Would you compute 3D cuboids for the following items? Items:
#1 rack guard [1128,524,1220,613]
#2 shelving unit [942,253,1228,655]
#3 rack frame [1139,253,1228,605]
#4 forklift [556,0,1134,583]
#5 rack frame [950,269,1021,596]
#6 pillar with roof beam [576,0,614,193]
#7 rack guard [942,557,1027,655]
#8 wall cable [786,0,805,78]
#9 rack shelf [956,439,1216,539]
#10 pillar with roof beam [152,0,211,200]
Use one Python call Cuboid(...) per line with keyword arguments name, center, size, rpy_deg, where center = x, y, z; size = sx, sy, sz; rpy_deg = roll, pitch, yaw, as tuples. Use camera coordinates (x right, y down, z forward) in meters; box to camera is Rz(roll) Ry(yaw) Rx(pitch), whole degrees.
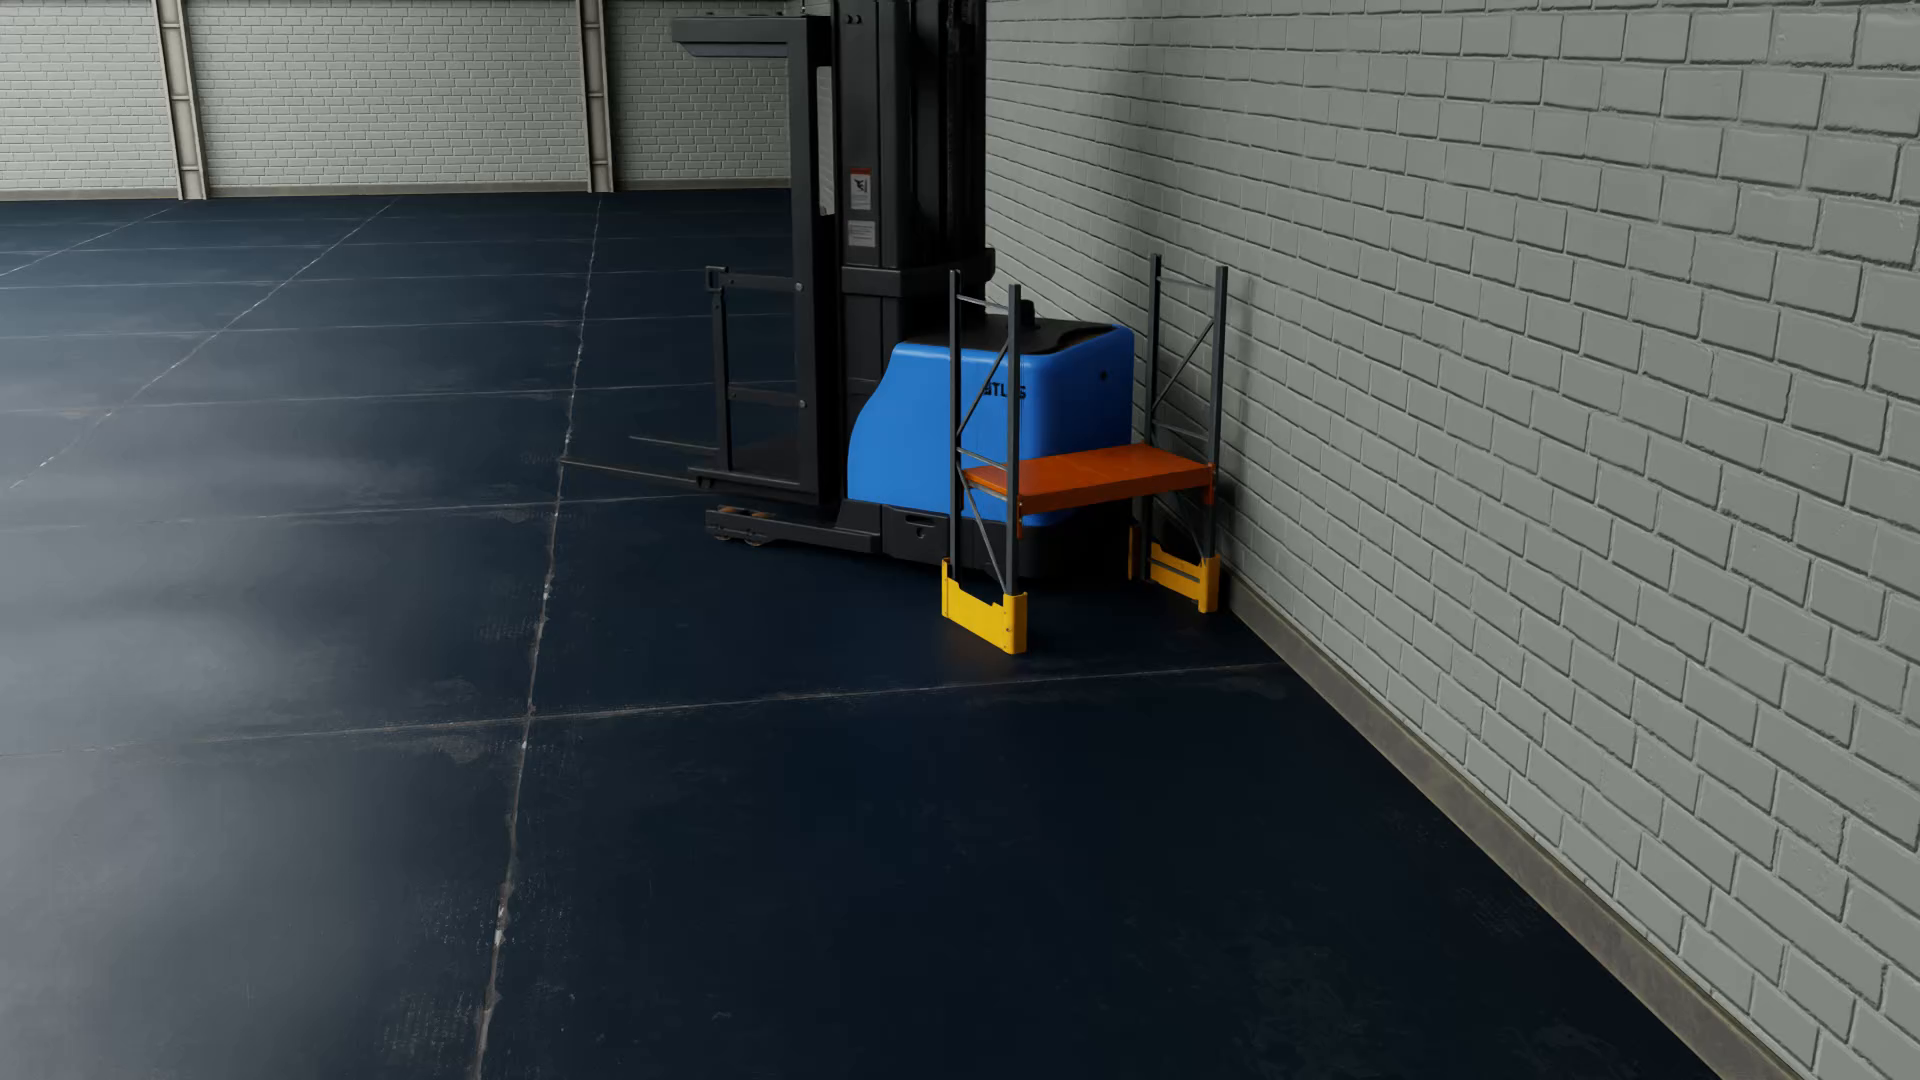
Cuboid(name="rack guard", center=(0.957, 0.122, 7.488), size=(0.087, 0.250, 0.587), rpy_deg=(-10, 20, -29))
Cuboid(name="shelving unit", center=(0.527, -0.401, 7.064), size=(1.083, 1.500, 0.587), rpy_deg=(-10, 20, -29))
Cuboid(name="rack frame", center=(0.974, -0.478, 7.314), size=(0.032, 1.500, 0.500), rpy_deg=(-10, 20, -29))
Cuboid(name="forklift", center=(-0.688, -1.494, 8.184), size=(3.031, 2.935, 1.130), rpy_deg=(9, 19, 27))
Cuboid(name="rack frame", center=(0.097, -0.327, 6.822), size=(0.032, 1.500, 0.500), rpy_deg=(-10, 20, -29))
Cuboid(name="pillar with roof beam", center=(-4.830, -8.546, 20.810), size=(0.400, 9.000, 9.100), rpy_deg=(-3, 17, -10))
Cuboid(name="rack guard", center=(0.098, 0.270, 7.006), size=(0.087, 0.250, 0.587), rpy_deg=(-10, 20, -29))
Cuboid(name="wall cable", center=(-2.504, -8.086, 24.600), size=(0.112, 2.526, 3.097), rpy_deg=(-3, 17, -10))
Cuboid(name="rack shelf", center=(0.535, -0.231, 7.121), size=(1.000, 0.185, 0.538), rpy_deg=(-10, 20, -29))
Cuboid(name="pillar with roof beam", center=(-10.721, -8.212, 19.722), size=(0.400, 9.000, 9.100), rpy_deg=(-3, 17, -10))
